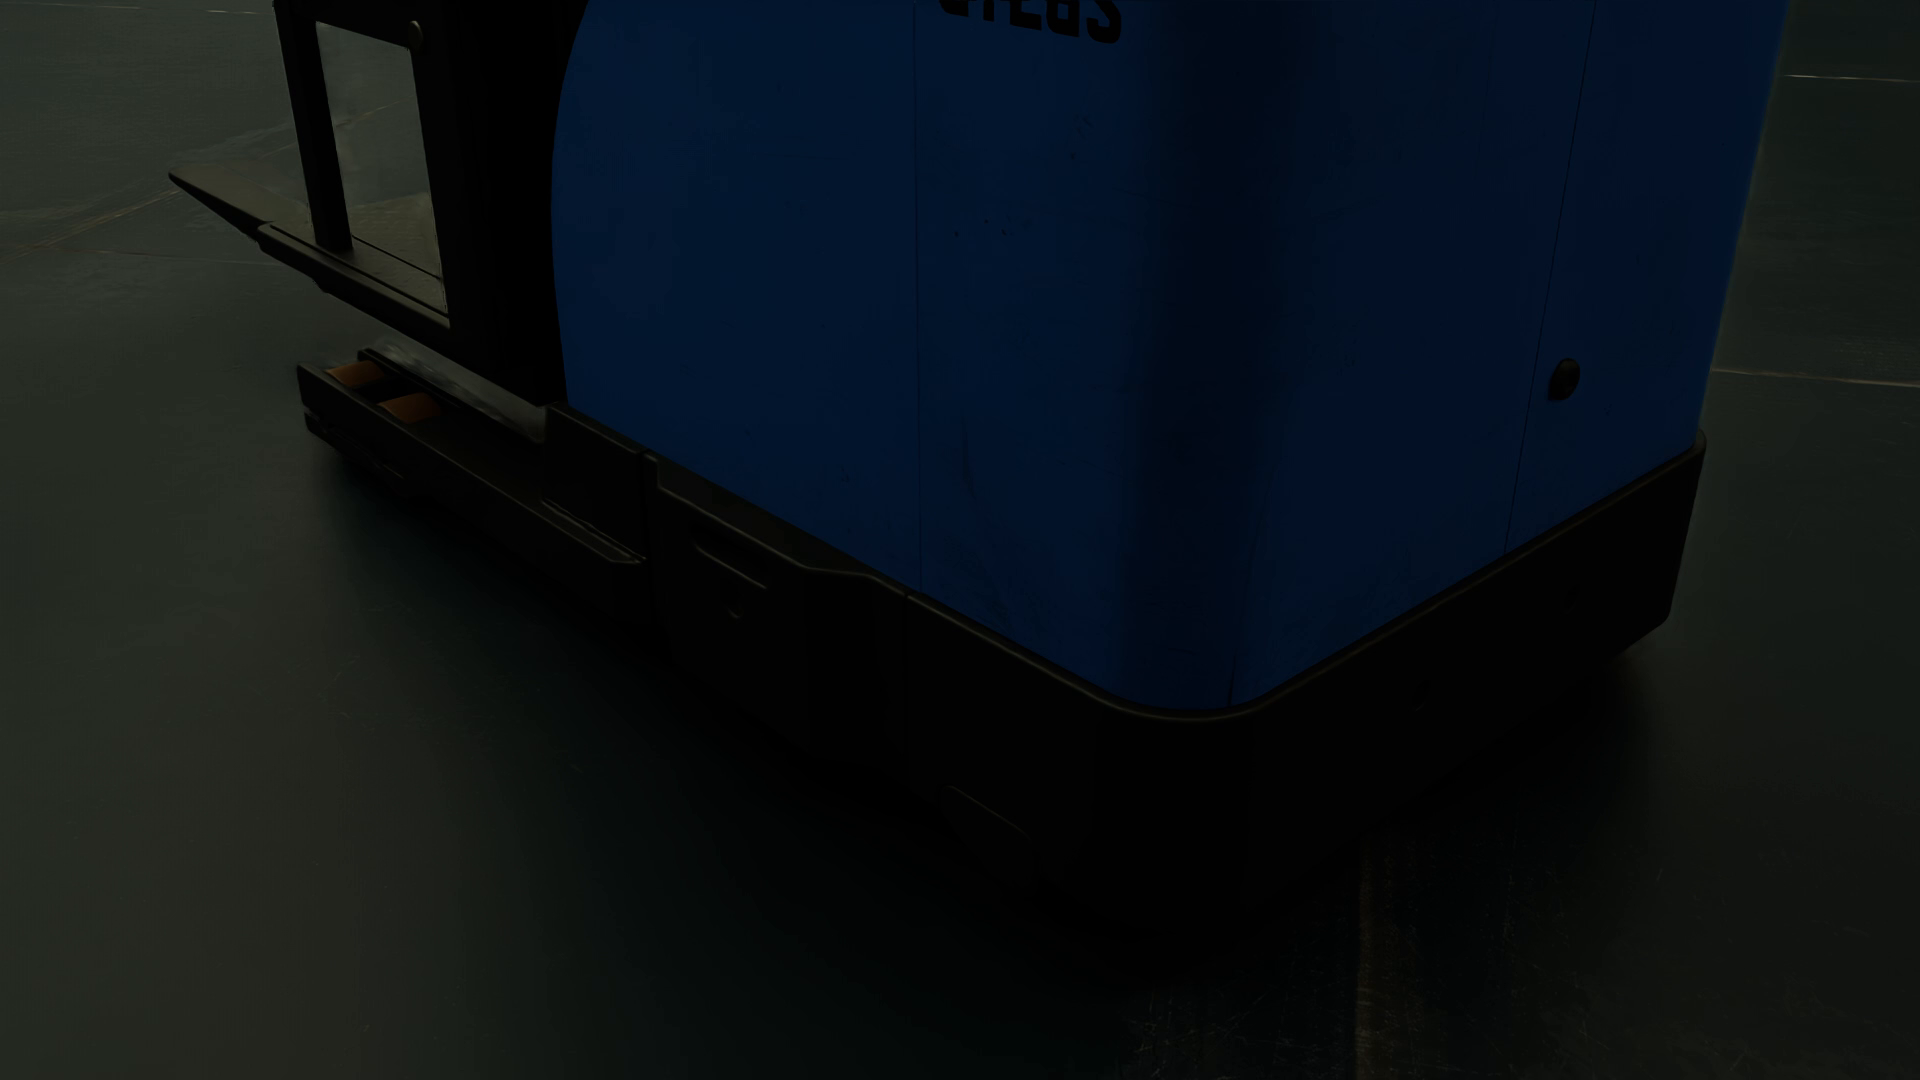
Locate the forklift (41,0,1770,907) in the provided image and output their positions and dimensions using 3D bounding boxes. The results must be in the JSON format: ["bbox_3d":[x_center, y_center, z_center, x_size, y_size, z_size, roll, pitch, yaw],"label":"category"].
[{"bbox_3d":[-0.495,-1.483,2.186,3.031,2.935,1.130,21,33,35],"label":"forklift"}]
